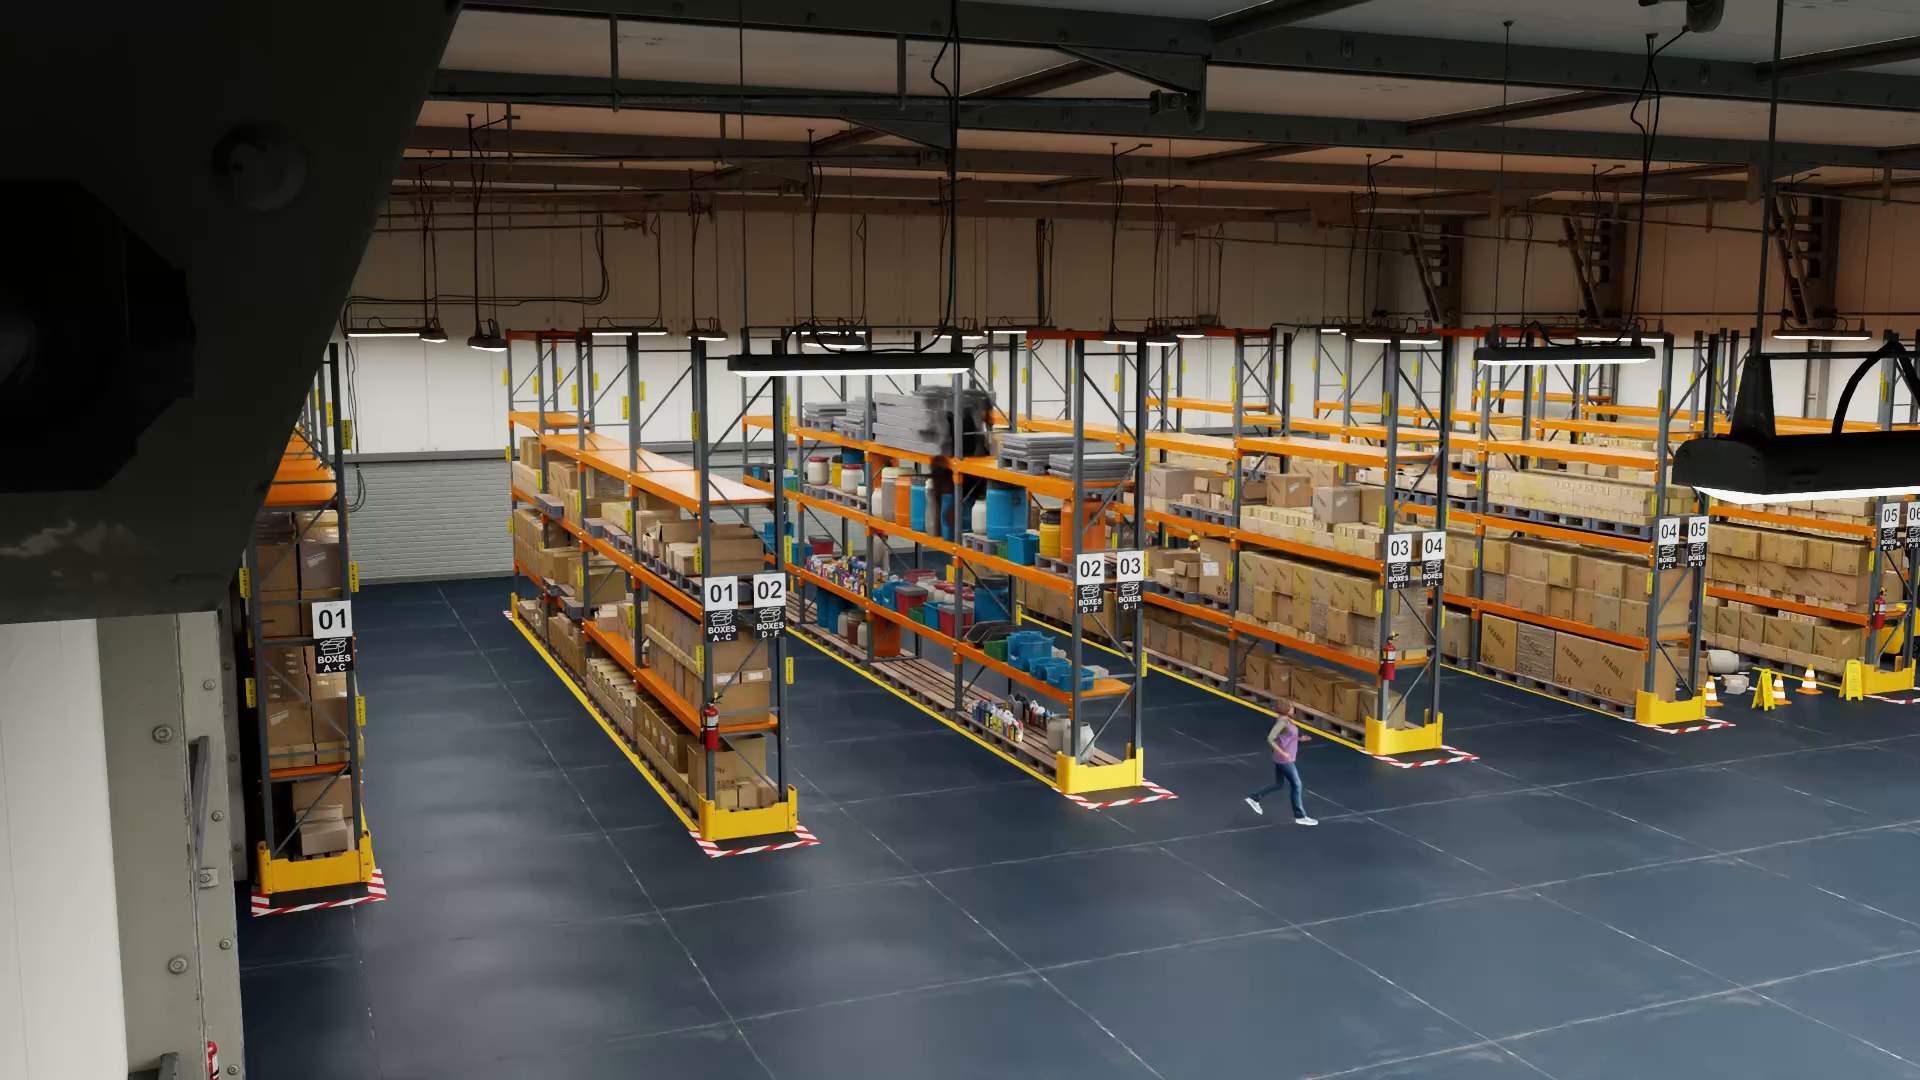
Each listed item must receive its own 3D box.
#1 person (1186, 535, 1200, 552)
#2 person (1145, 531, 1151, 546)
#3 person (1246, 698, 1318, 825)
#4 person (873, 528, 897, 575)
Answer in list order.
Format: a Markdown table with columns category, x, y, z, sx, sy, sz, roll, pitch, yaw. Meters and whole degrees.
| category | x | y | z | sx | sy | sz | roll | pitch | yaw |
| --- | --- | --- | --- | --- | --- | --- | --- | --- | --- |
| person | 4.924 | 0.754 | 34.723 | 0.674 | 1.719 | 0.524 | -3 | 8 | -23 |
| person | 4.143 | 0.358 | 37.883 | 0.579 | 1.615 | 0.764 | -2 | 8 | -15 |
| person | 4.003 | 2.736 | 20.617 | 0.886 | 1.578 | 0.541 | 1 | 8 | 10 |
| person | -1.931 | 0.111 | 39.413 | 0.981 | 1.734 | 0.629 | -2 | 8 | -16 |
